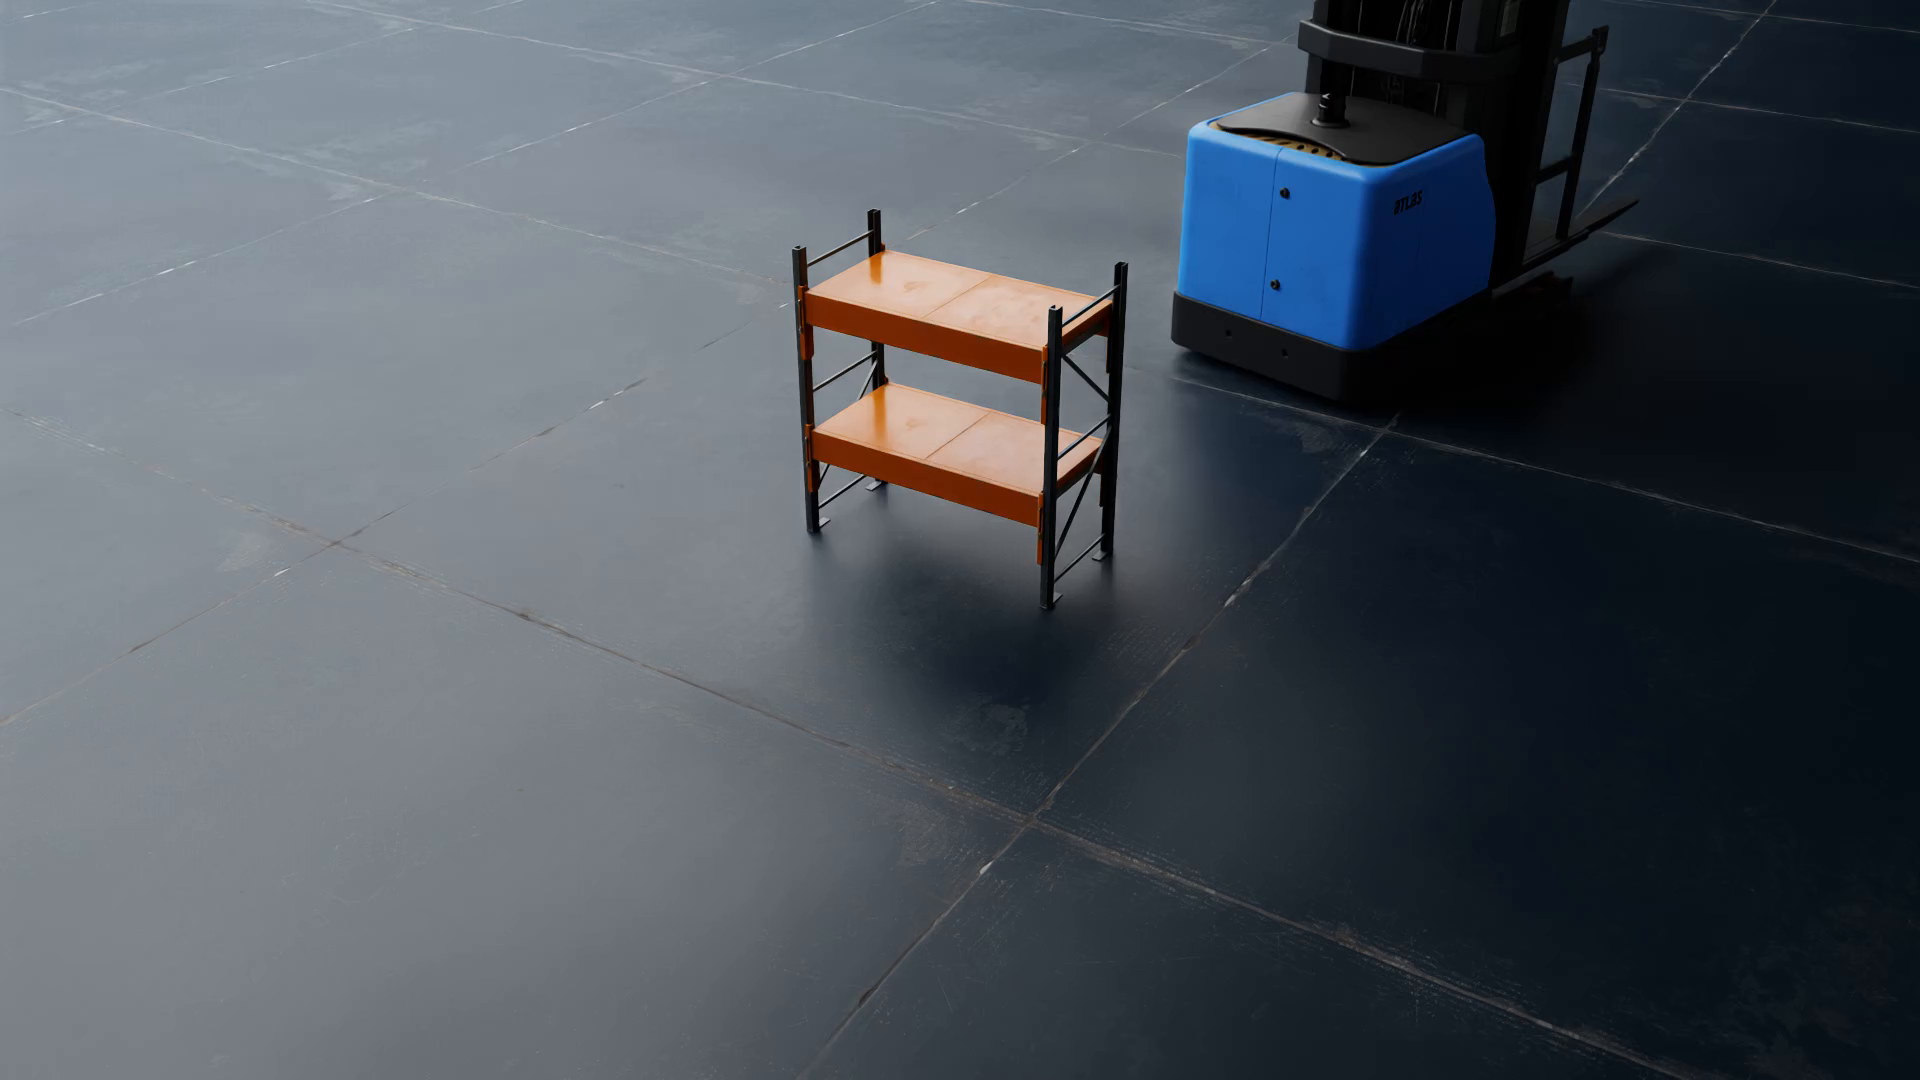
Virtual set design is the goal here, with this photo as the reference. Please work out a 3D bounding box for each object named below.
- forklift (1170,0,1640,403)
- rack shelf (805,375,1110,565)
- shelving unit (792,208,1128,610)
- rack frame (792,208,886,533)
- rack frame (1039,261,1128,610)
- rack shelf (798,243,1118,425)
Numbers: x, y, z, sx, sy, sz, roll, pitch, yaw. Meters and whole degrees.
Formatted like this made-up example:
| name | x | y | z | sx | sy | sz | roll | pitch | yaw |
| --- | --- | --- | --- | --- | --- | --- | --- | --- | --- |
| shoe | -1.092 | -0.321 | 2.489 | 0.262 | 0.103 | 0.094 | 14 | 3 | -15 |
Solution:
| name | x | y | z | sx | sy | sz | roll | pitch | yaw |
| --- | --- | --- | --- | --- | --- | --- | --- | --- | --- |
| forklift | 2.368 | -2.494 | 7.616 | 1.130 | 2.935 | 3.031 | 26 | 39 | 37 |
| rack shelf | -0.006 | -0.276 | 6.093 | 1.000 | 0.278 | 0.538 | 18 | 35 | 27 |
| shelving unit | -0.006 | -0.488 | 5.970 | 1.048 | 1.125 | 0.538 | 18 | 35 | 27 |
| rack frame | -0.436 | -0.624 | 6.203 | 0.032 | 1.125 | 0.500 | 18 | 35 | 27 |
| rack frame | 0.425 | -0.351 | 5.736 | 0.032 | 1.125 | 0.500 | 18 | 35 | 27 |
| rack shelf | -0.006 | -0.740 | 5.822 | 1.000 | 0.278 | 0.538 | 18 | 35 | 27 |
